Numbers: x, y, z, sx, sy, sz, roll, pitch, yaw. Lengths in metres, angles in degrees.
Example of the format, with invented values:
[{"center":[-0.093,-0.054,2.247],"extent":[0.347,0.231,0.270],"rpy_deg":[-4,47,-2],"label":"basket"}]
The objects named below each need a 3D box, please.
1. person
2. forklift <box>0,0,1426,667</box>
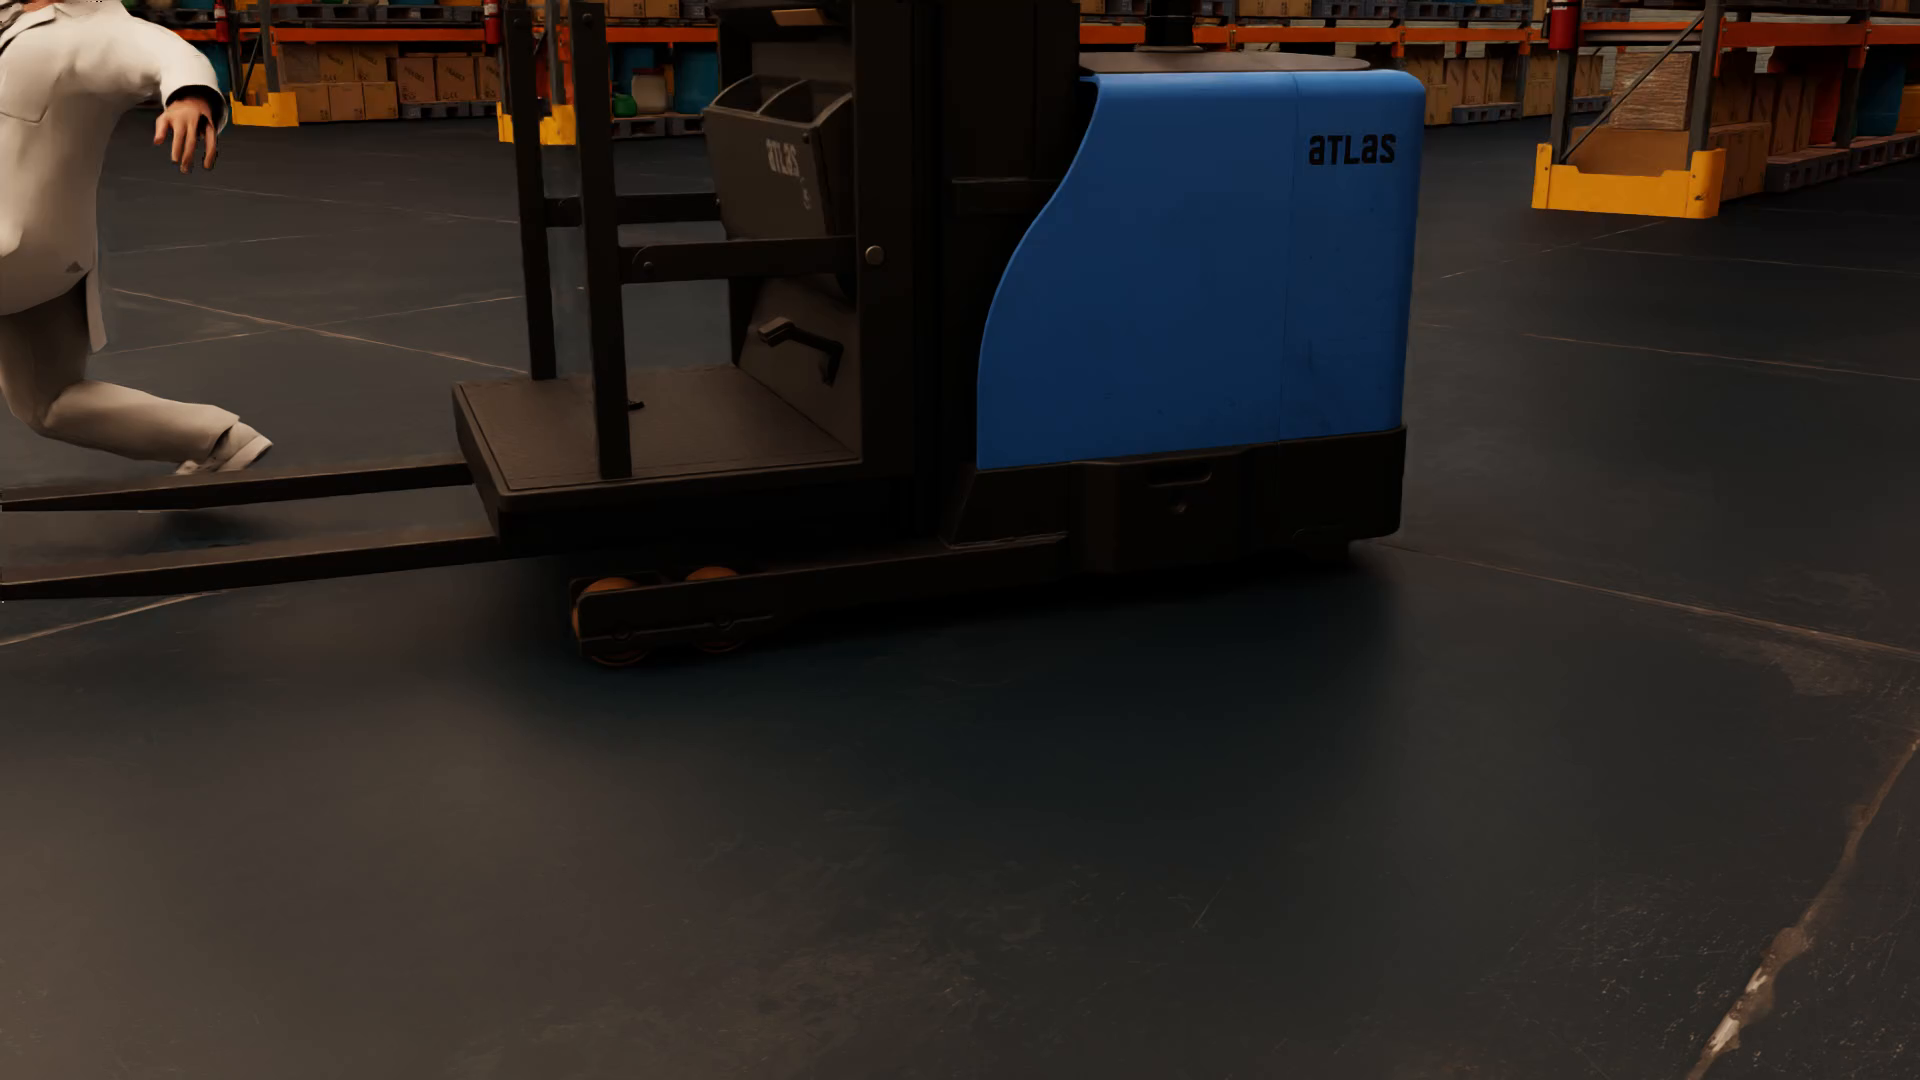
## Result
[{"center":[-2.052,-0.675,3.567],"extent":[0.977,1.500,1.103],"rpy_deg":[-8,19,-25],"label":"person"},{"center":[-0.569,-1.336,3.297],"extent":[3.031,2.935,1.130],"rpy_deg":[-6,18,-20],"label":"forklift"}]
